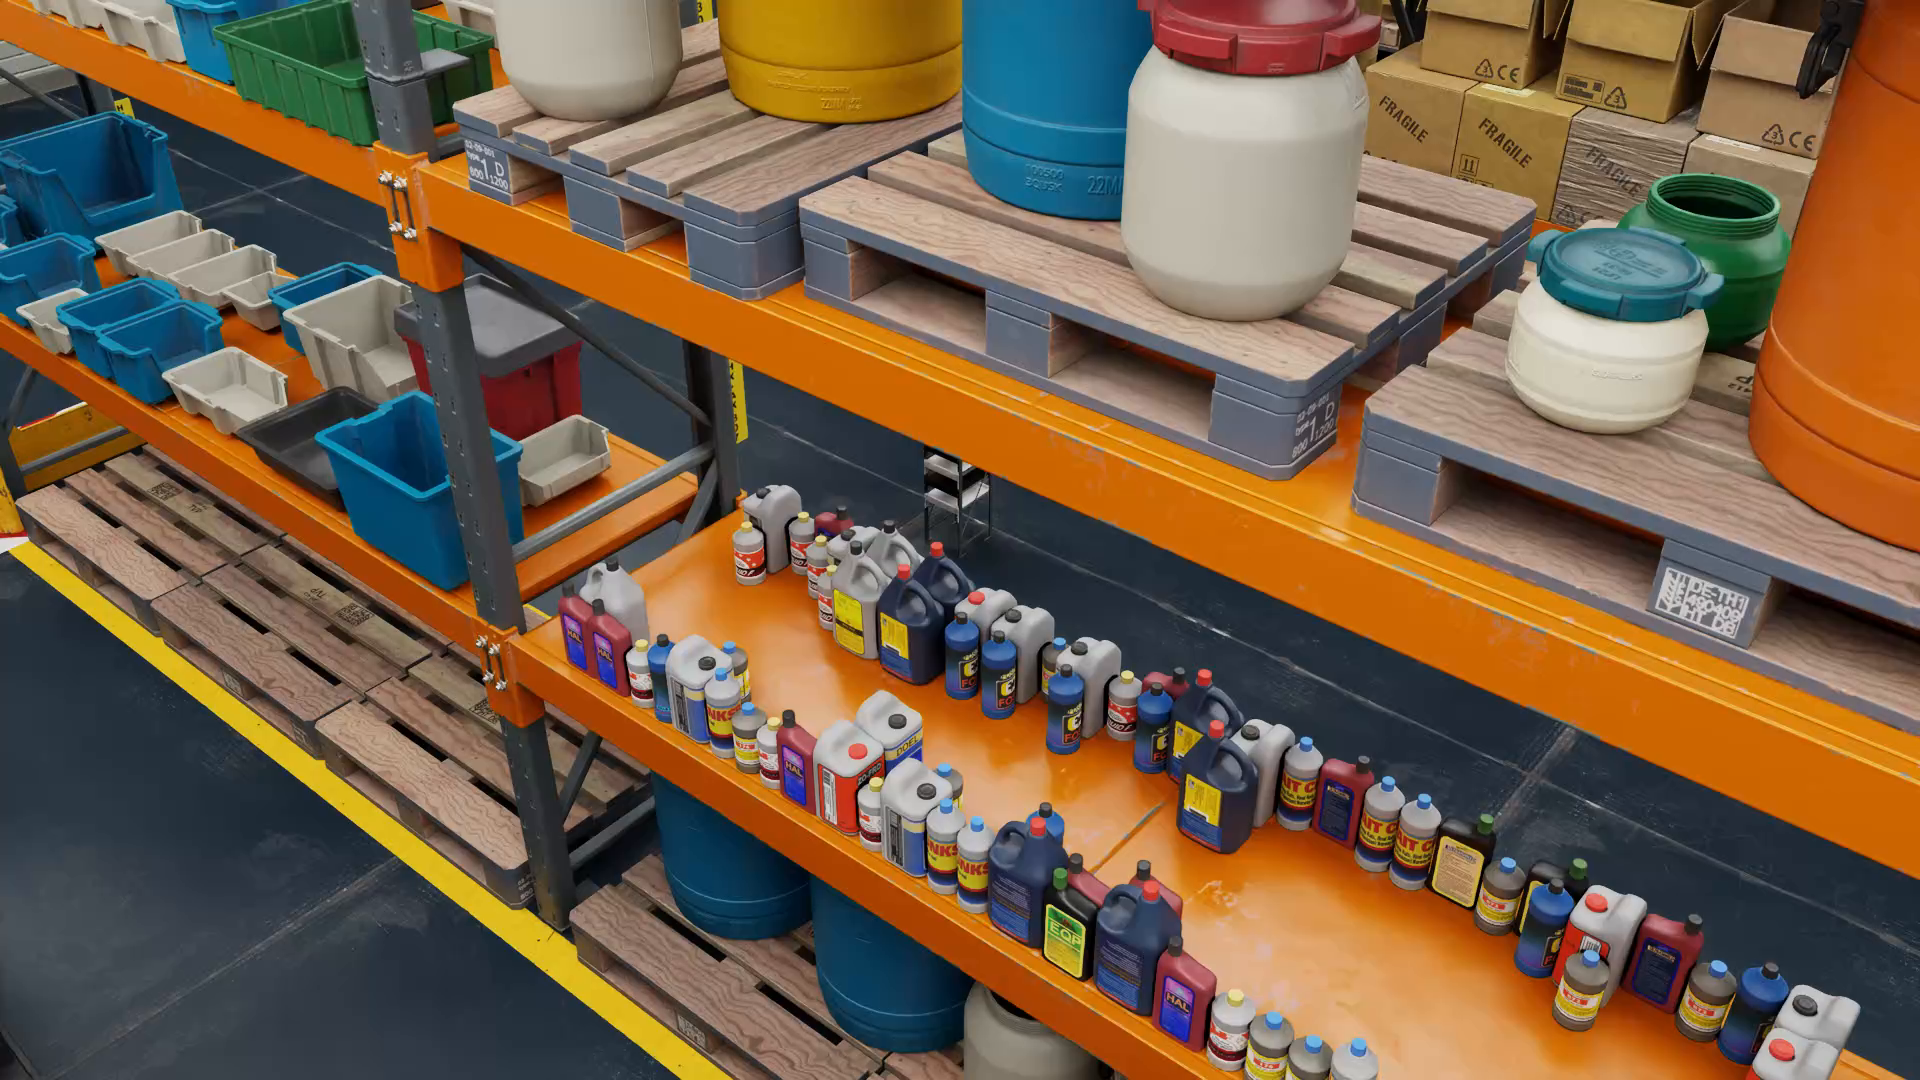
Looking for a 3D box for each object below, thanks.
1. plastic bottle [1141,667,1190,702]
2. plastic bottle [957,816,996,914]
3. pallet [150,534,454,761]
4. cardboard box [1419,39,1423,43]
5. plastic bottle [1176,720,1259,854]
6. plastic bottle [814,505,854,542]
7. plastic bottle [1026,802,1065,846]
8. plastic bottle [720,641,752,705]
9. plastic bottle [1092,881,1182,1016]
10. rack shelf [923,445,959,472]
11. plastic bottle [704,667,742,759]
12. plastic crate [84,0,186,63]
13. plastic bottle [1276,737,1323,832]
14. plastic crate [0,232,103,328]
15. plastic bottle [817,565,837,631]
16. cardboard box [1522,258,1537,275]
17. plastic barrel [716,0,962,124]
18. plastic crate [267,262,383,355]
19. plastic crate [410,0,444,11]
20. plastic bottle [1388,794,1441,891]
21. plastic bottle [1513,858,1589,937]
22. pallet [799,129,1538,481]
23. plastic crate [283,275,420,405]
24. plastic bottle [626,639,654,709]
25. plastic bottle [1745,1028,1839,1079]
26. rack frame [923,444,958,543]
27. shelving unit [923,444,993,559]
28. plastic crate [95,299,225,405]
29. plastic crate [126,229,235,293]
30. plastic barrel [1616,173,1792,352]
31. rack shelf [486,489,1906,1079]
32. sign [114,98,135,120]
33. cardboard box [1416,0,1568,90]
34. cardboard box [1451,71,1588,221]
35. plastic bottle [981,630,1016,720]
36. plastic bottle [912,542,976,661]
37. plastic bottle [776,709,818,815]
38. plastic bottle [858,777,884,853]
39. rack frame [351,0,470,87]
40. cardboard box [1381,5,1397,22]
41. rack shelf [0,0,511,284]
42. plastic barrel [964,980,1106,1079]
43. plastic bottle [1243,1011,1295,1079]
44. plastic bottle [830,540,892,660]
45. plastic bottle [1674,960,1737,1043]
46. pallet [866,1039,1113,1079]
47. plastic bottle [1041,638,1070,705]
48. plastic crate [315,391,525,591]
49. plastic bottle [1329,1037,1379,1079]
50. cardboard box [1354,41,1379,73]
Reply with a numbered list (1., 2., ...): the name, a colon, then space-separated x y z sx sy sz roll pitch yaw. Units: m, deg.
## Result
1. plastic bottle: 0.559 0.452 4.545 0.133 0.283 0.061 25 42 32
2. plastic bottle: 0.041 0.785 4.070 0.097 0.271 0.097 0 34 0
3. pallet: -2.639 0.349 7.056 1.213 0.211 1.003 25 42 32
4. cardboard box: 2.596 -2.255 8.296 0.500 0.500 0.500 25 42 32
5. plastic bottle: 0.661 0.615 4.248 0.185 0.351 0.144 25 42 32
6. plastic bottle: -0.390 0.005 5.197 0.133 0.283 0.061 25 42 32
7. plastic bottle: 0.208 0.758 4.110 0.097 0.271 0.097 0 34 0
8. plastic bottle: -0.649 0.377 4.726 0.097 0.201 0.097 0 34 0
9. plastic bottle: 0.409 0.909 3.820 0.185 0.351 0.144 25 42 32
10. rack shelf: -0.006 -0.421 7.467 0.200 0.077 0.258 25 42 32
11. plastic bottle: -0.642 0.463 4.539 0.097 0.271 0.097 0 34 0
12. plastic crate: -2.328 -1.532 4.915 0.466 0.136 0.293 25 42 32
13. plastic bottle: 0.882 0.623 4.307 0.097 0.271 0.097 0 34 0
14. plastic crate: -3.696 -1.043 6.714 0.300 0.233 0.416 25 42 32
15. plastic bottle: -0.382 0.168 5.032 0.097 0.201 0.097 0 34 0
16. cardboard box: 3.254 -1.015 8.085 0.875 0.875 1.225 24 41 30
17. plastic barrel: -0.276 -1.354 3.886 0.600 0.588 0.600 0 34 0
18. plastic crate: -2.439 -0.882 6.479 0.300 0.233 0.416 25 42 32
19. plastic crate: -1.886 -1.861 5.277 0.590 0.269 0.497 25 42 32
20. plastic bottle: 1.134 0.742 4.134 0.097 0.271 0.097 0 34 0
21. plastic bottle: 1.412 0.854 3.960 0.133 0.283 0.061 25 42 32
22. pallet: 0.431 -0.617 3.516 1.213 0.211 1.003 25 42 32
23. plastic crate: -2.163 -0.719 6.199 0.530 0.282 0.437 25 42 32
24. plastic bottle: -0.895 0.373 4.733 0.097 0.201 0.097 0 34 0
25. plastic bottle: 1.744 1.159 3.522 0.135 0.276 0.152 25 42 32
26. rack frame: -0.084 -0.411 7.553 0.006 0.900 0.240 25 42 32
27. shelving unit: -0.006 -0.374 7.500 0.210 0.900 0.258 25 42 32
28. plastic crate: -2.960 -0.696 6.208 0.300 0.233 0.416 25 42 32
29. plastic crate: -3.225 -1.147 6.950 0.243 0.136 0.396 25 42 32
30. plastic barrel: 1.300 -0.490 2.931 0.294 0.245 0.294 0 34 0
31. rack shelf: 0.430 0.911 4.409 4.000 0.370 1.077 25 42 32
32. sign: -3.842 -1.871 7.680 0.005 0.325 0.100 25 42 32
33. cardboard box: 2.558 -2.491 7.754 0.637 0.503 0.797 24 41 31
34. cardboard box: 2.642 -1.849 7.704 0.500 0.500 0.500 25 42 32
35. plastic bottle: 0.109 0.370 4.675 0.097 0.271 0.097 0 34 0
36. plastic bottle: -0.049 0.168 4.899 0.185 0.351 0.144 25 42 32
37. plastic bottle: -0.416 0.579 4.361 0.133 0.283 0.061 25 42 32
38. plastic bottle: -0.212 0.695 4.264 0.097 0.201 0.097 0 34 0
39. rack frame: -1.107 -2.583 3.562 0.127 3.000 1.000 25 42 32
40. cardboard box: 3.524 -4.205 13.107 0.250 0.149 0.380 28 43 34
41. rack shelf: -2.644 -1.774 5.669 4.000 0.370 1.077 25 42 32
42. plastic barrel: 0.221 1.447 4.820 0.421 0.512 0.421 0 34 0
43. plastic bottle: 0.680 1.115 3.652 0.097 0.201 0.097 0 34 0
44. plastic bottle: -0.284 0.164 4.905 0.185 0.351 0.144 25 42 32
45. plastic bottle: 1.695 1.035 3.769 0.097 0.201 0.097 0 34 0
46. pallet: 0.401 1.779 4.973 1.213 0.211 1.003 25 42 32
47. plastic bottle: 0.281 0.368 4.740 0.097 0.201 0.097 0 34 0
48. plastic crate: -1.684 -0.148 5.278 0.575 0.384 0.392 25 42 32
49. plastic bottle: 0.829 1.157 3.529 0.097 0.271 0.097 0 34 0
50. cardboard box: 1.868 -2.609 8.770 0.500 0.250 0.500 24 41 31
